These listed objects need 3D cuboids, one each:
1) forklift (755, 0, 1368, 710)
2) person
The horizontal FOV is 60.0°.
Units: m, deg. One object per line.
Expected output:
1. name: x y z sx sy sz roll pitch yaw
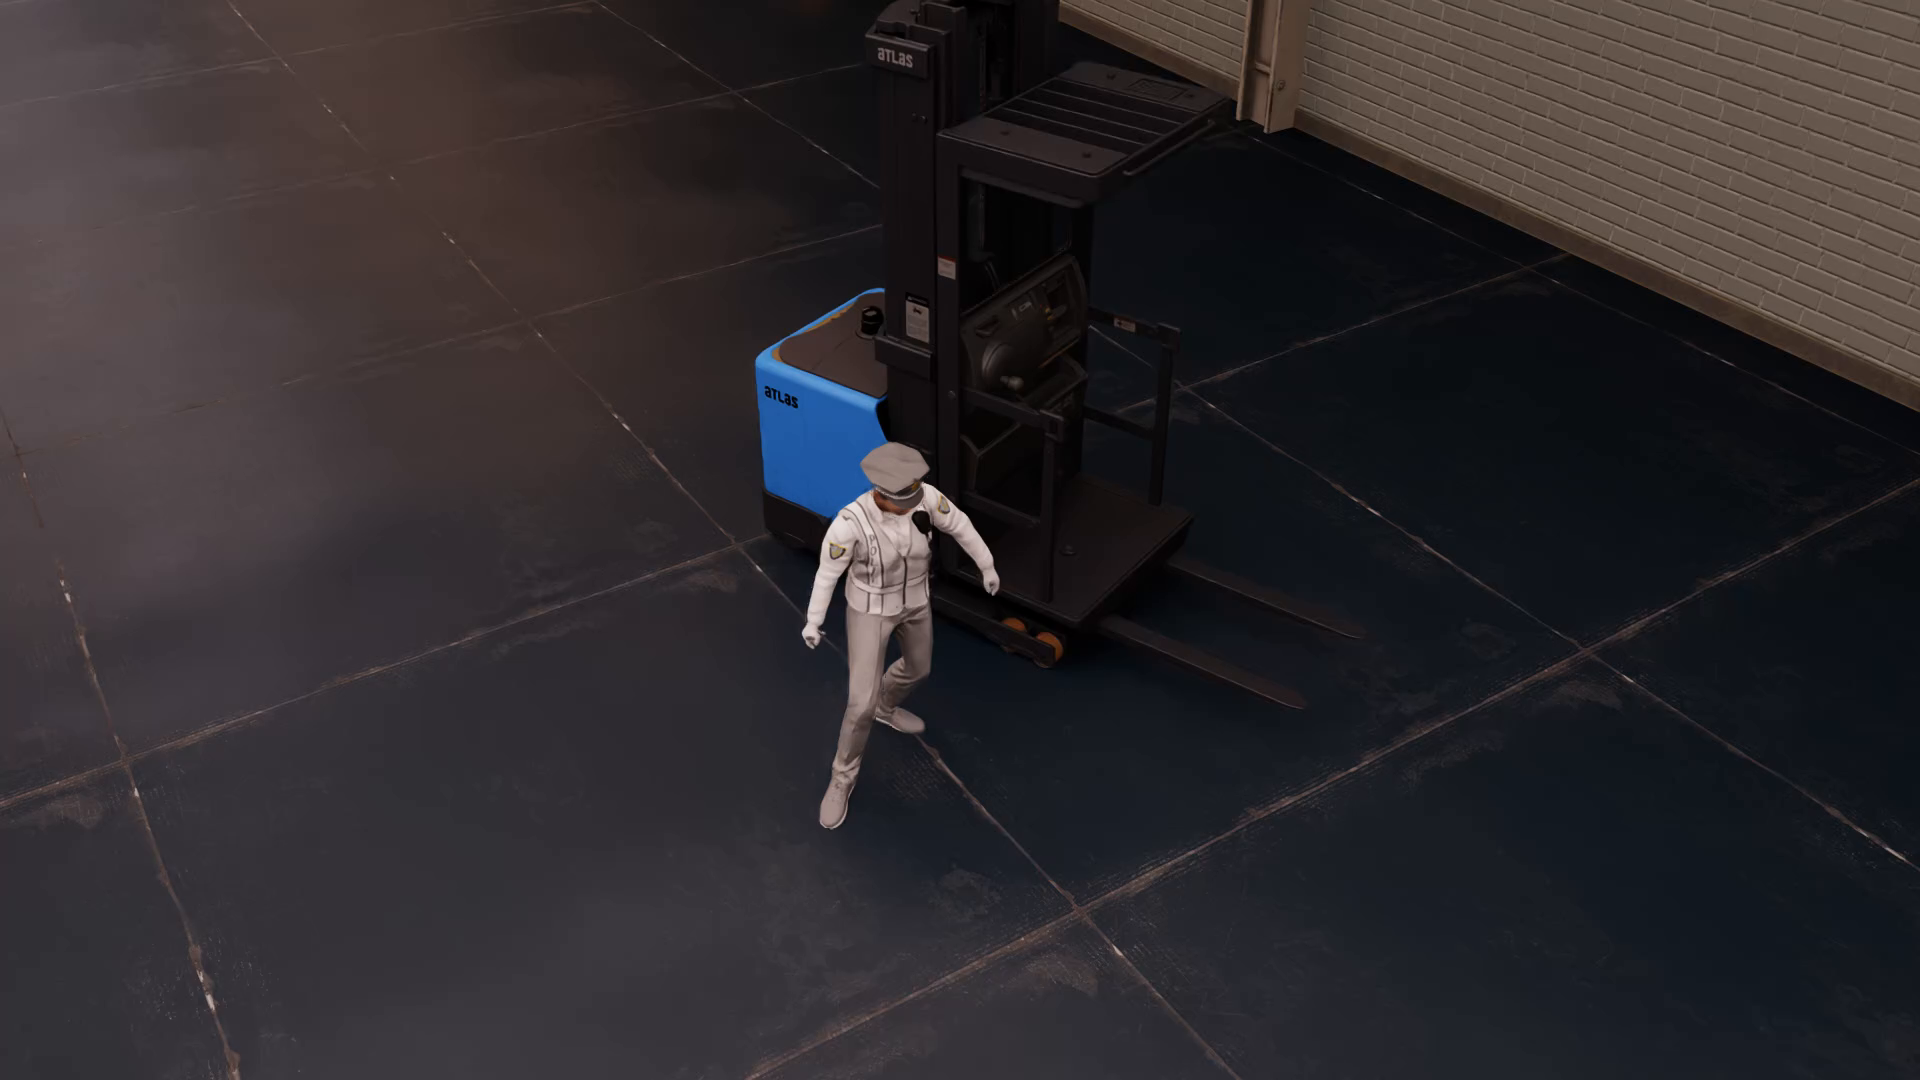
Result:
1. forklift: 0.471 -0.945 7.493 3.031 2.935 1.130 23 41 29
2. person: -0.304 0.288 6.910 0.965 1.619 0.561 -21 40 -27
